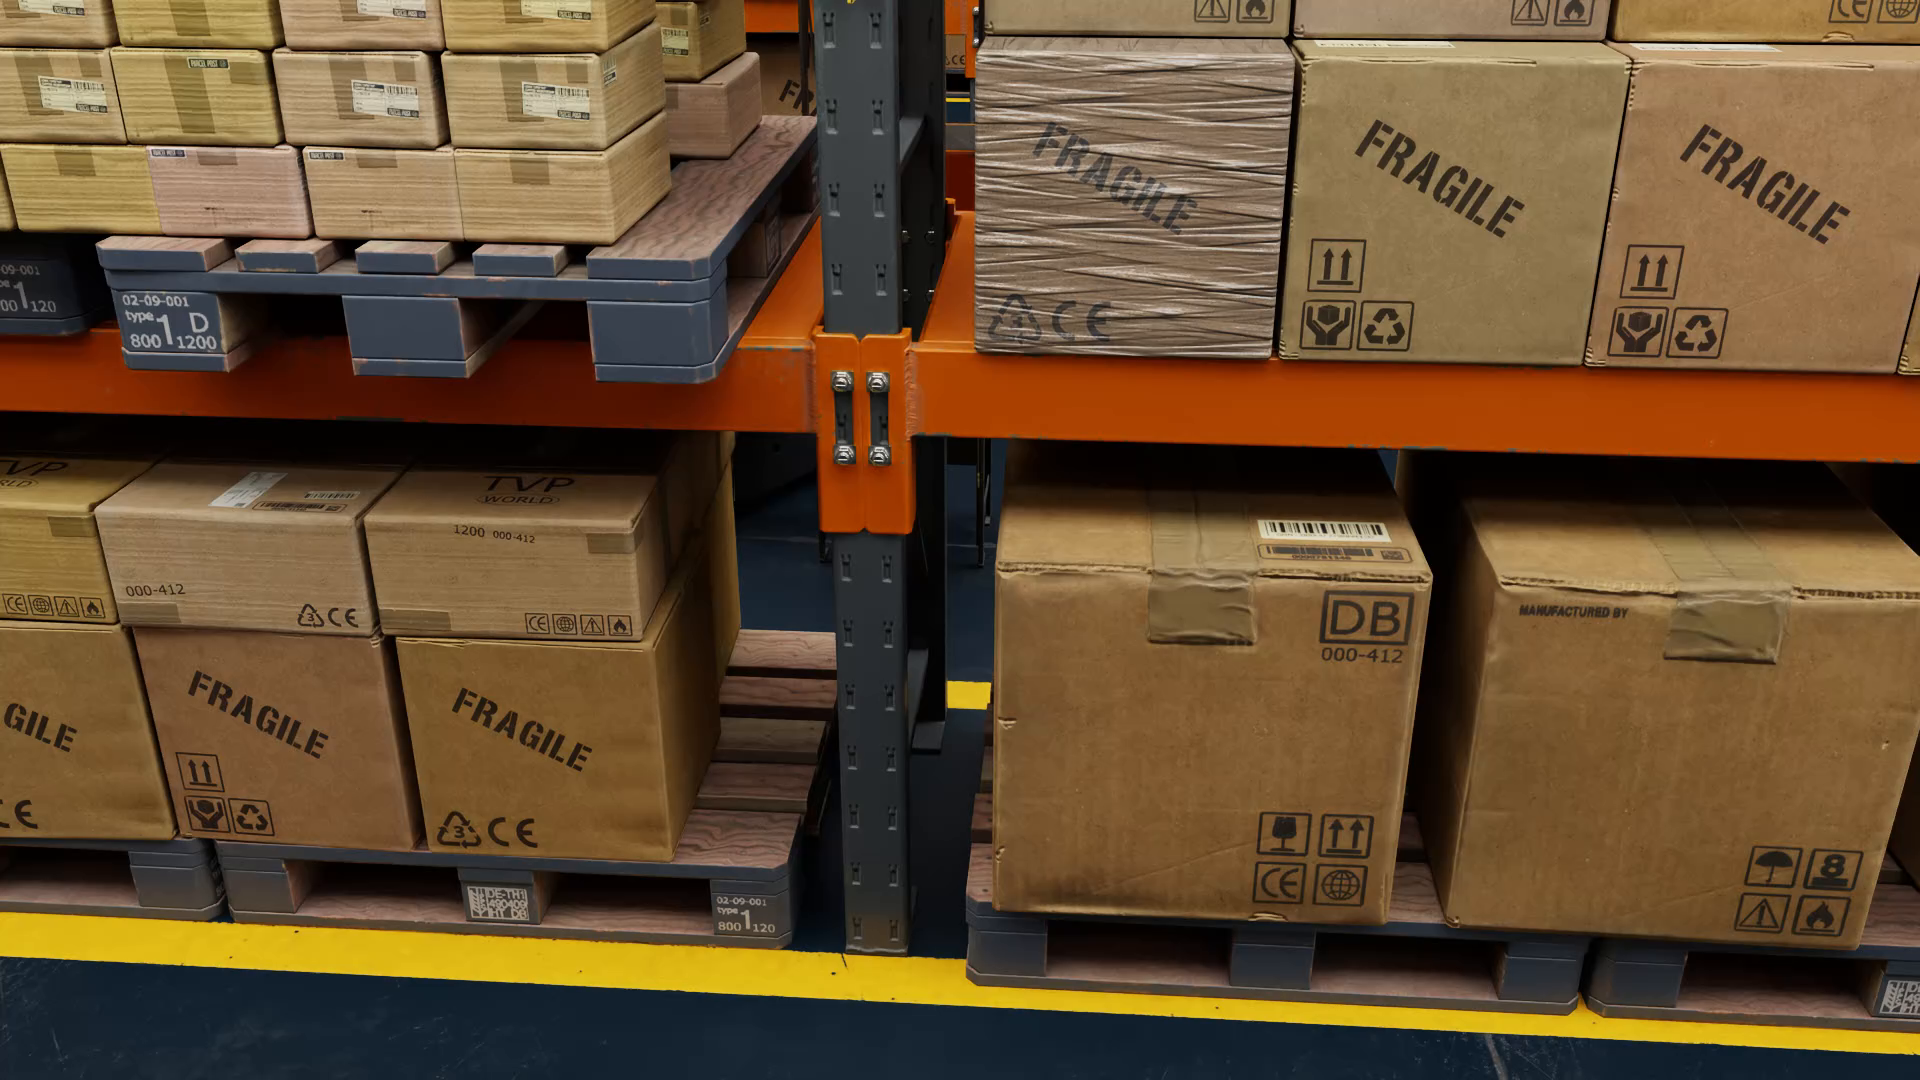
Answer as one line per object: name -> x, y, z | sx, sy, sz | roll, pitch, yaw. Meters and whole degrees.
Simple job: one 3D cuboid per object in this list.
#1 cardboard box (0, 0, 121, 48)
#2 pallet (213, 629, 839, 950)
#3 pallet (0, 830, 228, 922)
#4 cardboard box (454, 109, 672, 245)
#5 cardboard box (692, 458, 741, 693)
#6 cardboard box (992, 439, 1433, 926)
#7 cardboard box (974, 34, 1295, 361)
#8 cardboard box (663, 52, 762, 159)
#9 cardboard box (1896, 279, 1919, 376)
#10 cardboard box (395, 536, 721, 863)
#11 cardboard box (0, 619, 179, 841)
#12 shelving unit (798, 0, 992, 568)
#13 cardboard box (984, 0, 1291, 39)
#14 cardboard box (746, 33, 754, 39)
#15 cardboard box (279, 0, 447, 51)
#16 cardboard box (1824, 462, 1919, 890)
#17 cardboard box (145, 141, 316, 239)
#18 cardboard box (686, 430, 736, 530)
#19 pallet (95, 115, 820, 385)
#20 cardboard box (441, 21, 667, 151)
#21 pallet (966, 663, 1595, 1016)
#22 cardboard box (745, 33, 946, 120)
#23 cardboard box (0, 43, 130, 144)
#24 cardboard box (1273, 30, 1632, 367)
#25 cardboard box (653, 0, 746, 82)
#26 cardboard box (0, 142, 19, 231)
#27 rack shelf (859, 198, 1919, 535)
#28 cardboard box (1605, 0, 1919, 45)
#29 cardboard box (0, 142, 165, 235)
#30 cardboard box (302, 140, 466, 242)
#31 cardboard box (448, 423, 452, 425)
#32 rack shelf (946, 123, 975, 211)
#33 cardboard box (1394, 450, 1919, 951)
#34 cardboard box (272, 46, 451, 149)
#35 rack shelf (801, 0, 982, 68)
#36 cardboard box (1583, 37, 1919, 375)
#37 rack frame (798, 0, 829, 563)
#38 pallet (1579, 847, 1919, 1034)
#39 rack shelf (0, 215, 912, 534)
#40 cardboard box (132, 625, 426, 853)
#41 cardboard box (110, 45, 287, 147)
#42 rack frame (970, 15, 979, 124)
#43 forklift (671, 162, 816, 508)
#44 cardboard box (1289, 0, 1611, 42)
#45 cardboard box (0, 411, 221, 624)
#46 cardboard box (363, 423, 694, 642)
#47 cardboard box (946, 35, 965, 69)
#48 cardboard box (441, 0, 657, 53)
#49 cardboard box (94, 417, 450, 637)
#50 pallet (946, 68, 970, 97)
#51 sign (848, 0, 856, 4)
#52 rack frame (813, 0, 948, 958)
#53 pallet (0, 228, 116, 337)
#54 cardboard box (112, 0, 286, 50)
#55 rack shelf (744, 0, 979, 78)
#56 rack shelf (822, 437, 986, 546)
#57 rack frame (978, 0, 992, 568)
cardboard box -> -1.434, -0.916, 2.738 | 0.250, 0.149, 0.380 | 3, 25, 6
pallet -> -0.912, 0.521, 3.865 | 1.213, 0.211, 1.003 | 2, 25, 4
pallet -> -2.125, 0.481, 3.952 | 1.213, 0.211, 1.003 | 2, 25, 4
cardboard box -> -0.660, -0.621, 2.809 | 0.250, 0.149, 0.380 | 2, 25, 5
cardboard box -> -0.818, 0.096, 3.941 | 0.500, 0.500, 0.500 | 1, 25, 2
cardboard box -> 0.468, 0.168, 3.485 | 0.750, 0.750, 1.050 | 2, 25, 3
cardboard box -> 0.294, -0.638, 2.929 | 0.500, 0.500, 0.500 | 2, 25, 5
cardboard box -> -0.563, -0.895, 3.405 | 0.250, 0.149, 0.380 | 2, 25, 3
cardboard box -> 1.801, -0.590, 2.825 | 0.500, 0.500, 0.500 | 2, 25, 3
cardboard box -> -0.809, 0.313, 3.470 | 0.500, 0.500, 0.500 | 2, 25, 4
cardboard box -> -1.855, 0.284, 3.531 | 0.500, 0.500, 0.500 | 1, 25, 2
shelving unit -> -0.165, -0.959, 4.823 | 0.503, 2.100, 0.431 | 2, 25, 4
cardboard box -> 0.314, -1.201, 2.956 | 0.500, 0.500, 0.700 | 2, 25, 4
cardboard box -> -1.426, -2.099, 8.262 | 0.875, 0.875, 0.875 | 2, 25, 5
cardboard box -> -0.906, -0.900, 2.705 | 0.250, 0.149, 0.380 | 2, 25, 3
cardboard box -> 2.268, 0.224, 3.363 | 0.750, 0.750, 1.050 | 2, 25, 4
cardboard box -> -1.163, -0.638, 2.845 | 0.250, 0.149, 0.380 | 2, 25, 5
cardboard box -> -0.802, -0.239, 3.771 | 0.500, 0.250, 0.500 | 1, 25, 2
pallet -> -0.851, -0.611, 3.219 | 1.003, 0.211, 1.213 | 2, 25, 4
cardboard box -> -0.660, -0.758, 2.751 | 0.250, 0.149, 0.380 | 2, 25, 5
pallet -> 0.648, 0.603, 3.686 | 1.213, 0.211, 1.003 | 2, 25, 4
cardboard box -> -0.537, -2.069, 8.196 | 0.875, 0.875, 0.875 | 2, 25, 4
cardboard box -> -1.438, -0.781, 2.801 | 0.250, 0.149, 0.380 | 2, 25, 4
cardboard box -> 0.802, -0.623, 2.897 | 0.500, 0.500, 0.500 | 2, 25, 3
cardboard box -> -0.599, -1.031, 3.344 | 0.250, 0.149, 0.380 | 3, 25, 6
cardboard box -> -1.680, -0.655, 2.883 | 0.250, 0.149, 0.380 | 1, 25, 2
rack shelf -> 1.862, -0.329, 3.237 | 4.000, 0.370, 1.077 | 2, 25, 4
cardboard box -> 1.330, -1.170, 2.888 | 0.500, 0.500, 0.700 | 1, 25, 3
cardboard box -> -1.412, -0.647, 2.866 | 0.250, 0.149, 0.380 | 2, 25, 3
cardboard box -> -0.907, -0.629, 2.828 | 0.250, 0.149, 0.380 | 2, 25, 4
cardboard box -> -1.307, -0.255, 3.807 | 0.500, 0.250, 0.500 | 2, 25, 3
rack shelf -> -0.165, -0.947, 4.828 | 0.480, 0.518, 0.431 | 2, 25, 4
cardboard box -> 1.340, 0.195, 3.427 | 0.750, 0.750, 1.050 | 2, 25, 5
cardboard box -> -0.926, -0.766, 2.768 | 0.250, 0.149, 0.380 | 3, 25, 6
rack shelf -> -0.165, -1.583, 4.536 | 0.480, 0.518, 0.431 | 2, 25, 4
cardboard box -> 1.304, -0.607, 2.861 | 0.500, 0.500, 0.500 | 2, 25, 4
rack frame -> -0.408, -0.967, 4.840 | 0.015, 2.100, 0.400 | 2, 25, 4
pallet -> 1.861, 0.644, 3.599 | 1.213, 0.211, 1.003 | 2, 25, 4
rack shelf -> -2.127, -0.457, 3.516 | 4.000, 0.370, 1.077 | 2, 25, 4
cardboard box -> -1.326, 0.295, 3.509 | 0.500, 0.500, 0.500 | 3, 25, 6
cardboard box -> -1.189, -0.773, 2.784 | 0.250, 0.149, 0.380 | 2, 25, 5
rack frame -> 0.146, -2.786, 7.717 | 0.127, 3.000, 1.000 | 2, 25, 4
forklift -> -1.740, -1.857, 5.780 | 3.031, 2.935, 1.130 | 17, 29, 32
cardboard box -> 0.819, -1.185, 2.922 | 0.500, 0.500, 0.700 | 1, 25, 3
cardboard box -> -1.844, -0.063, 3.389 | 0.500, 0.250, 0.500 | 2, 25, 5
cardboard box -> -0.834, -0.028, 3.314 | 0.500, 0.250, 0.500 | 1, 25, 3
cardboard box -> 0.084, -3.834, 12.482 | 0.500, 0.500, 0.500 | 3, 25, 6
cardboard box -> -0.656, -0.891, 2.685 | 0.250, 0.149, 0.380 | 1, 25, 2
cardboard box -> -1.339, -0.040, 3.339 | 0.500, 0.250, 0.500 | 2, 25, 5
pallet -> -0.220, -3.628, 12.882 | 1.213, 0.211, 1.003 | 2, 25, 4
sign -> -0.165, -0.983, 2.508 | 0.005, 0.325, 0.100 | 2, 25, 4
rack frame -> -0.132, -0.720, 3.226 | 0.127, 3.000, 1.000 | 2, 25, 4
pallet -> -2.109, -0.679, 3.367 | 1.213, 0.211, 1.003 | 2, 25, 4
cardboard box -> -1.168, -0.909, 2.723 | 0.250, 0.149, 0.380 | 3, 25, 6
rack shelf -> -1.848, -2.523, 8.006 | 4.000, 0.370, 1.077 | 2, 25, 4
rack shelf -> -0.165, -0.311, 5.121 | 0.480, 0.518, 0.431 | 2, 25, 4
rack frame -> 0.078, -0.951, 4.806 | 0.015, 2.100, 0.400 | 2, 25, 4
